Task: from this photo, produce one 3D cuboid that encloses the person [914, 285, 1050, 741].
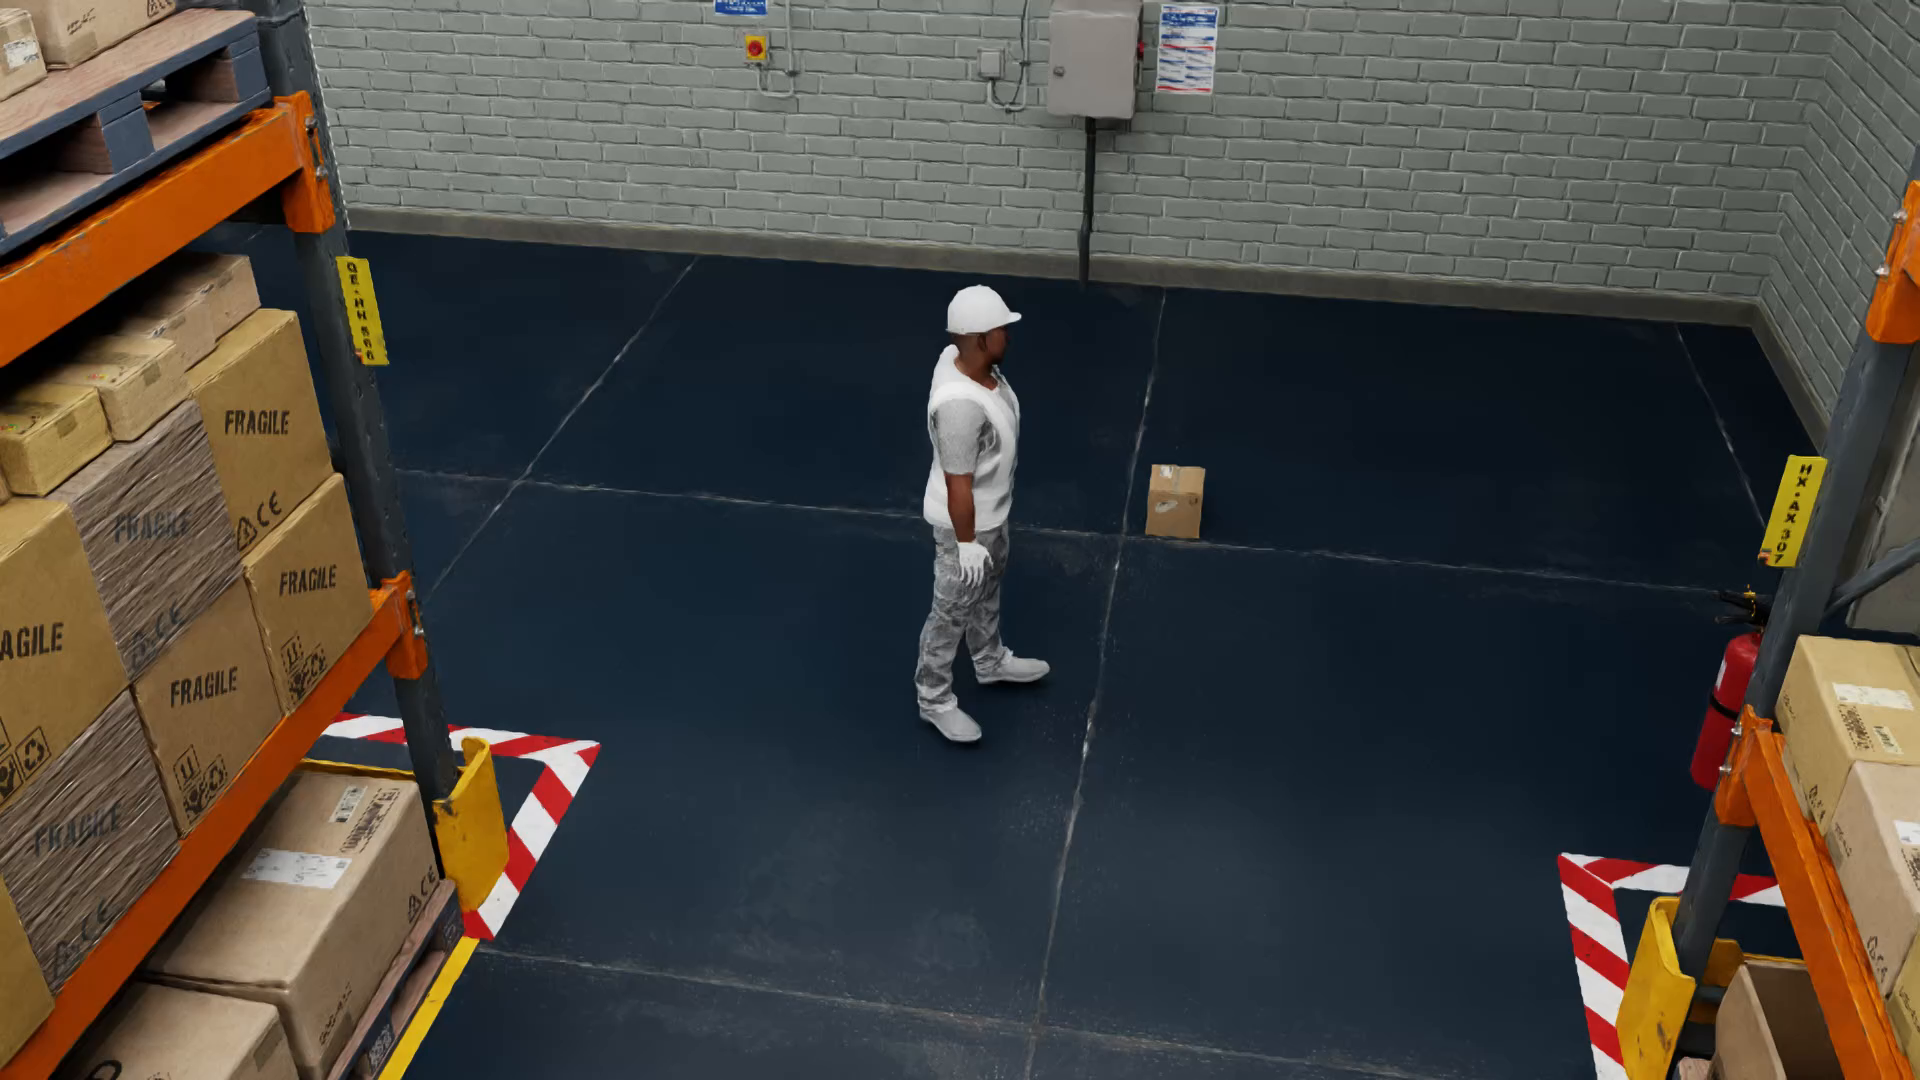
[{"bbox_3d":[0.094,-0.116,6.251,0.511,1.784,0.640,4,32,7],"label":"person"}]
